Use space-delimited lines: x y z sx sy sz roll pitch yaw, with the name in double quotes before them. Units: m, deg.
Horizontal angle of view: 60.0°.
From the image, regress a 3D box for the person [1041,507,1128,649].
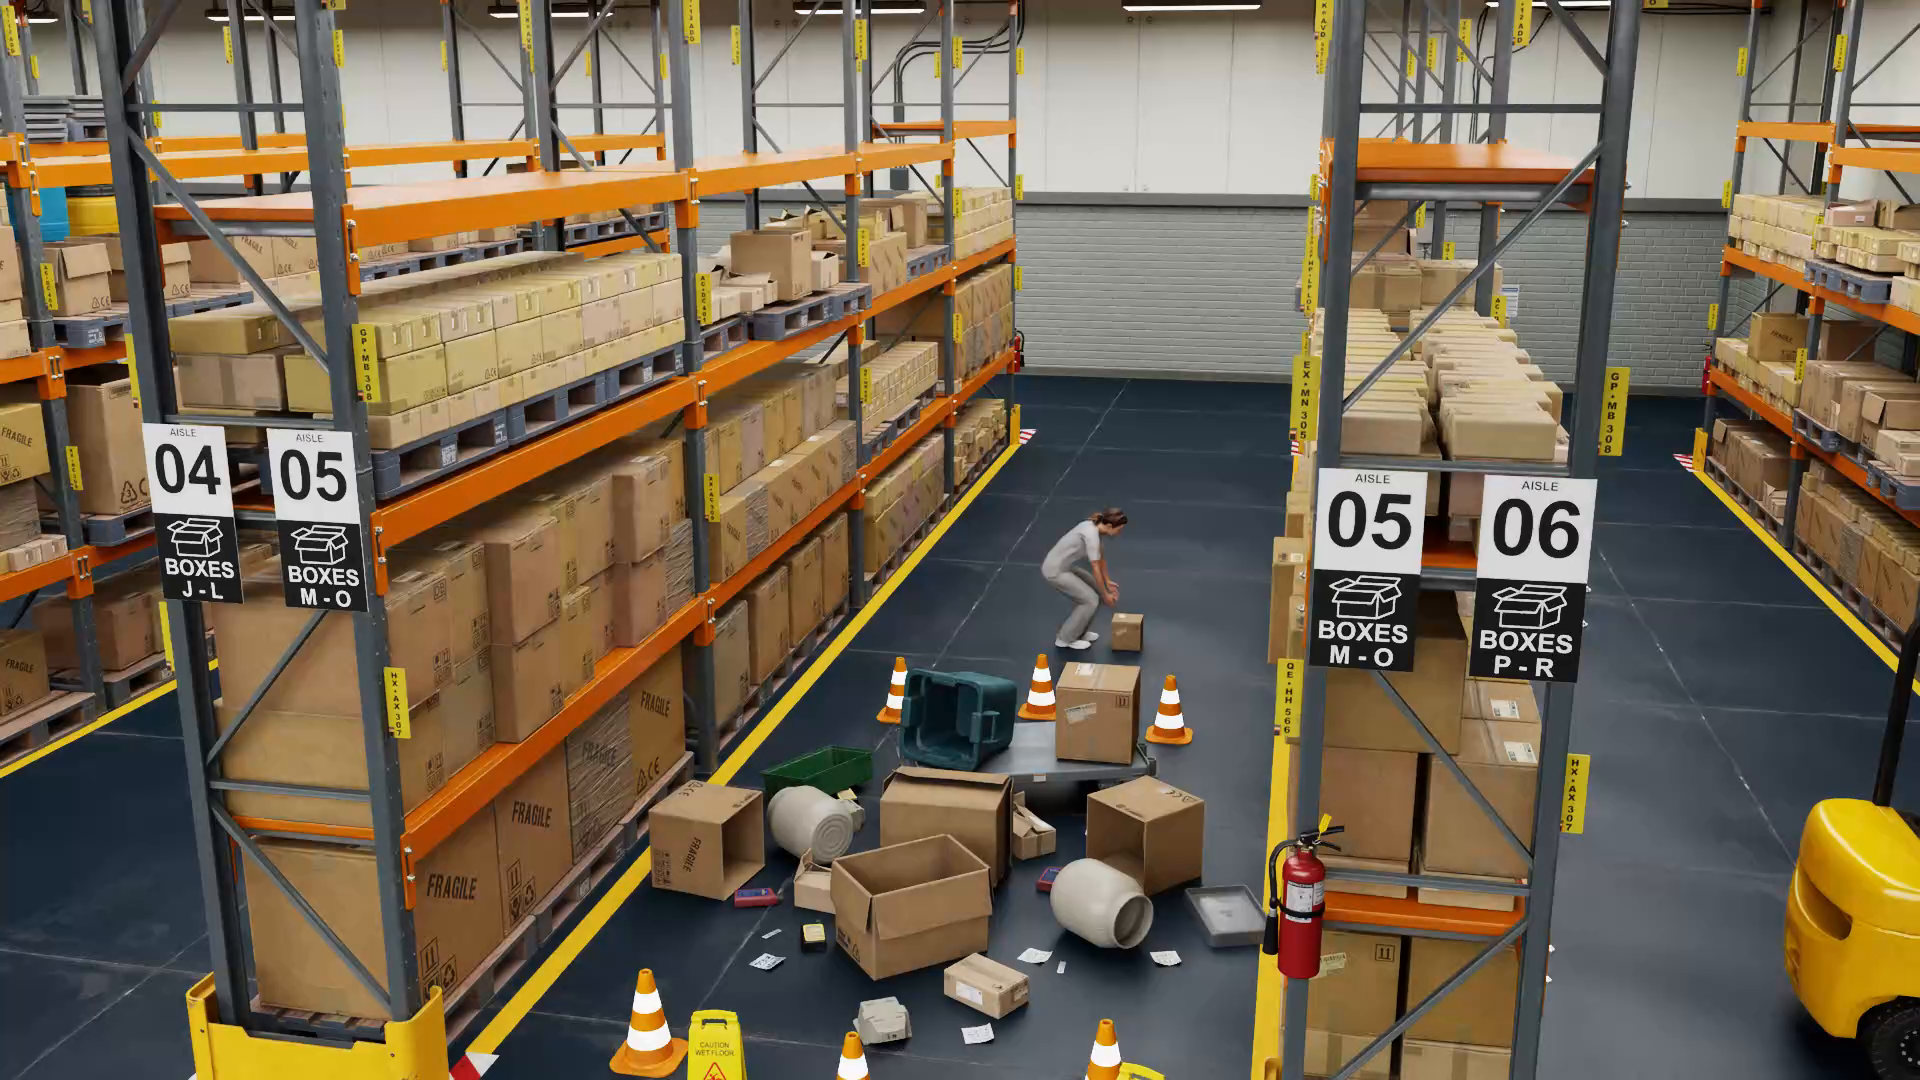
"person" 1.067 0.301 14.282 0.720 1.216 0.495 3 15 11
